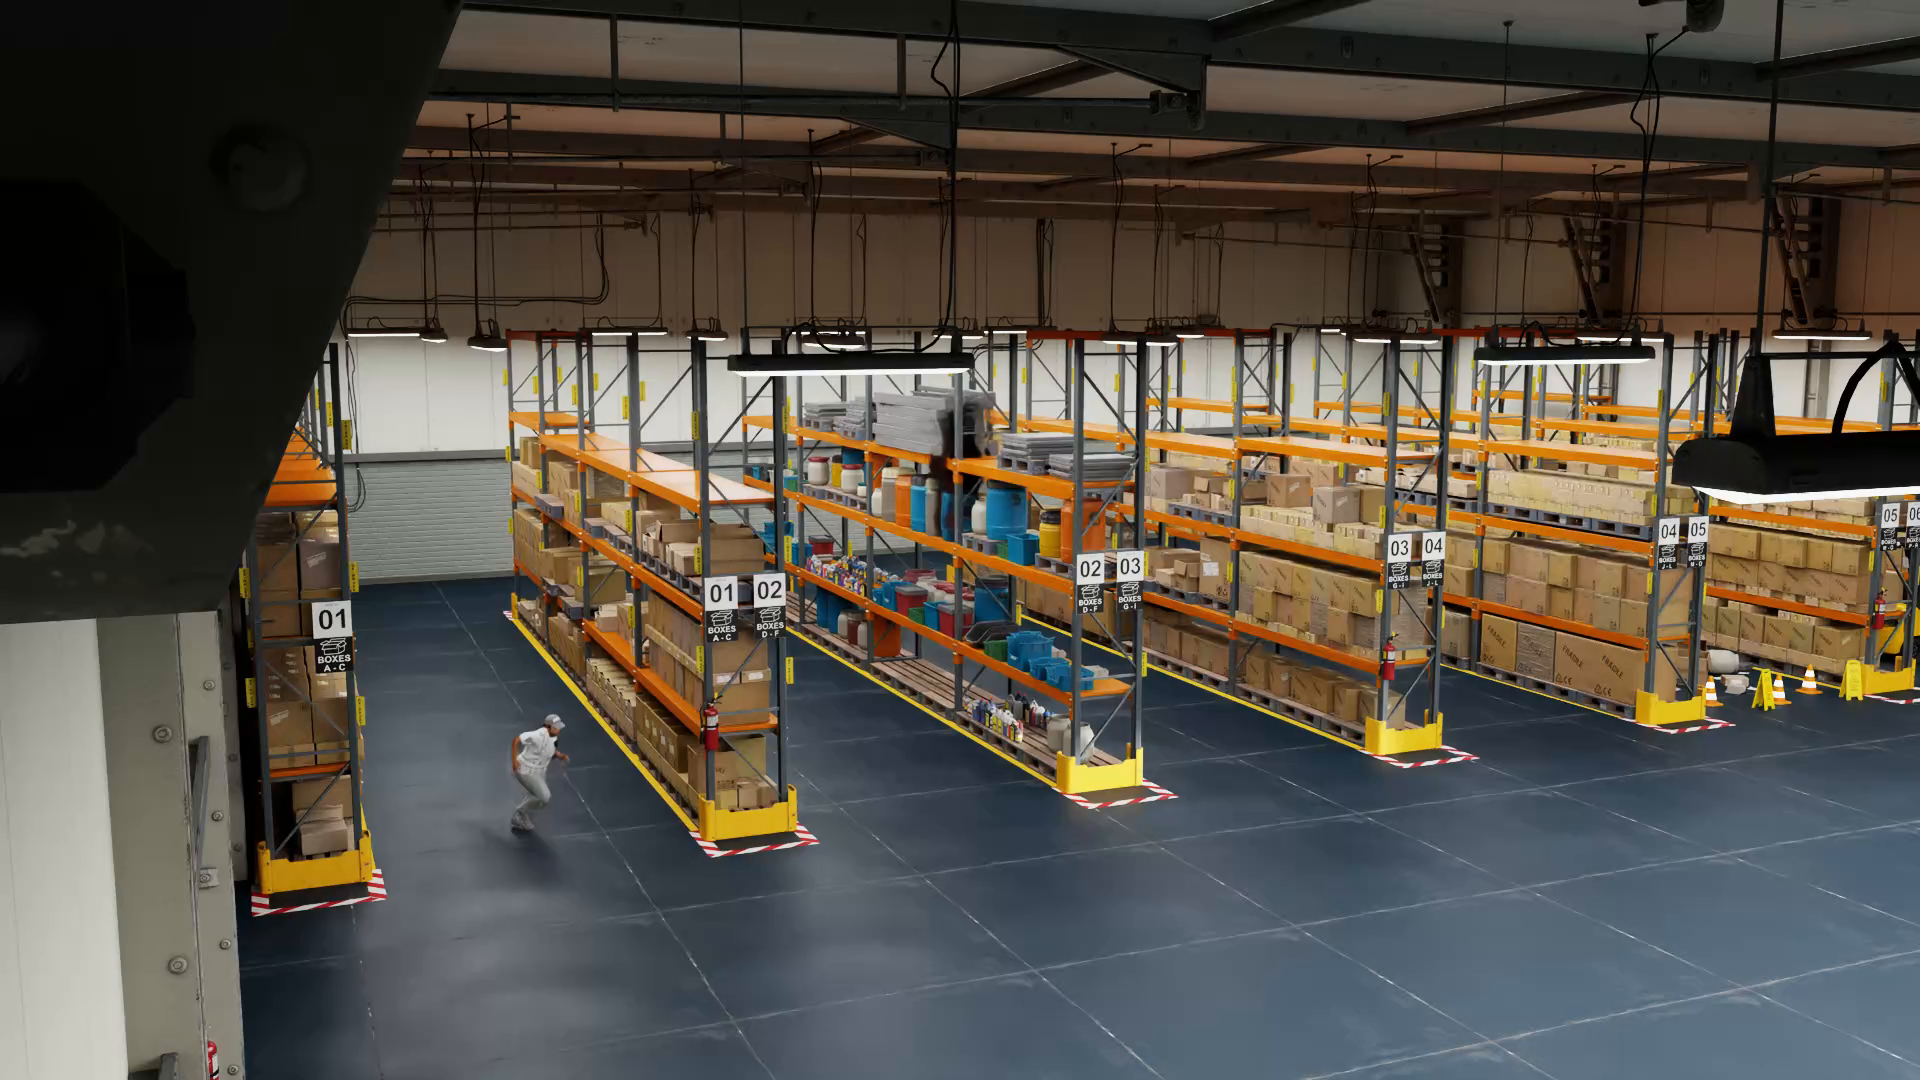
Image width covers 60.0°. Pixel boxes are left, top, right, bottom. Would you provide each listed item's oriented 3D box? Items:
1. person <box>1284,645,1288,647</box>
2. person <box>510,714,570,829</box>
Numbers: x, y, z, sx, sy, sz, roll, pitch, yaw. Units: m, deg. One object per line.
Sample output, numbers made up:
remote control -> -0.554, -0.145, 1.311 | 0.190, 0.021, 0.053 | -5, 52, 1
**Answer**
person -> 6.329, 1.207, 31.381 | 0.698, 1.705, 0.730 | -1, 8, -10
person -> -5.177, 2.846, 20.255 | 0.857, 1.498, 0.645 | 3, 8, 21
